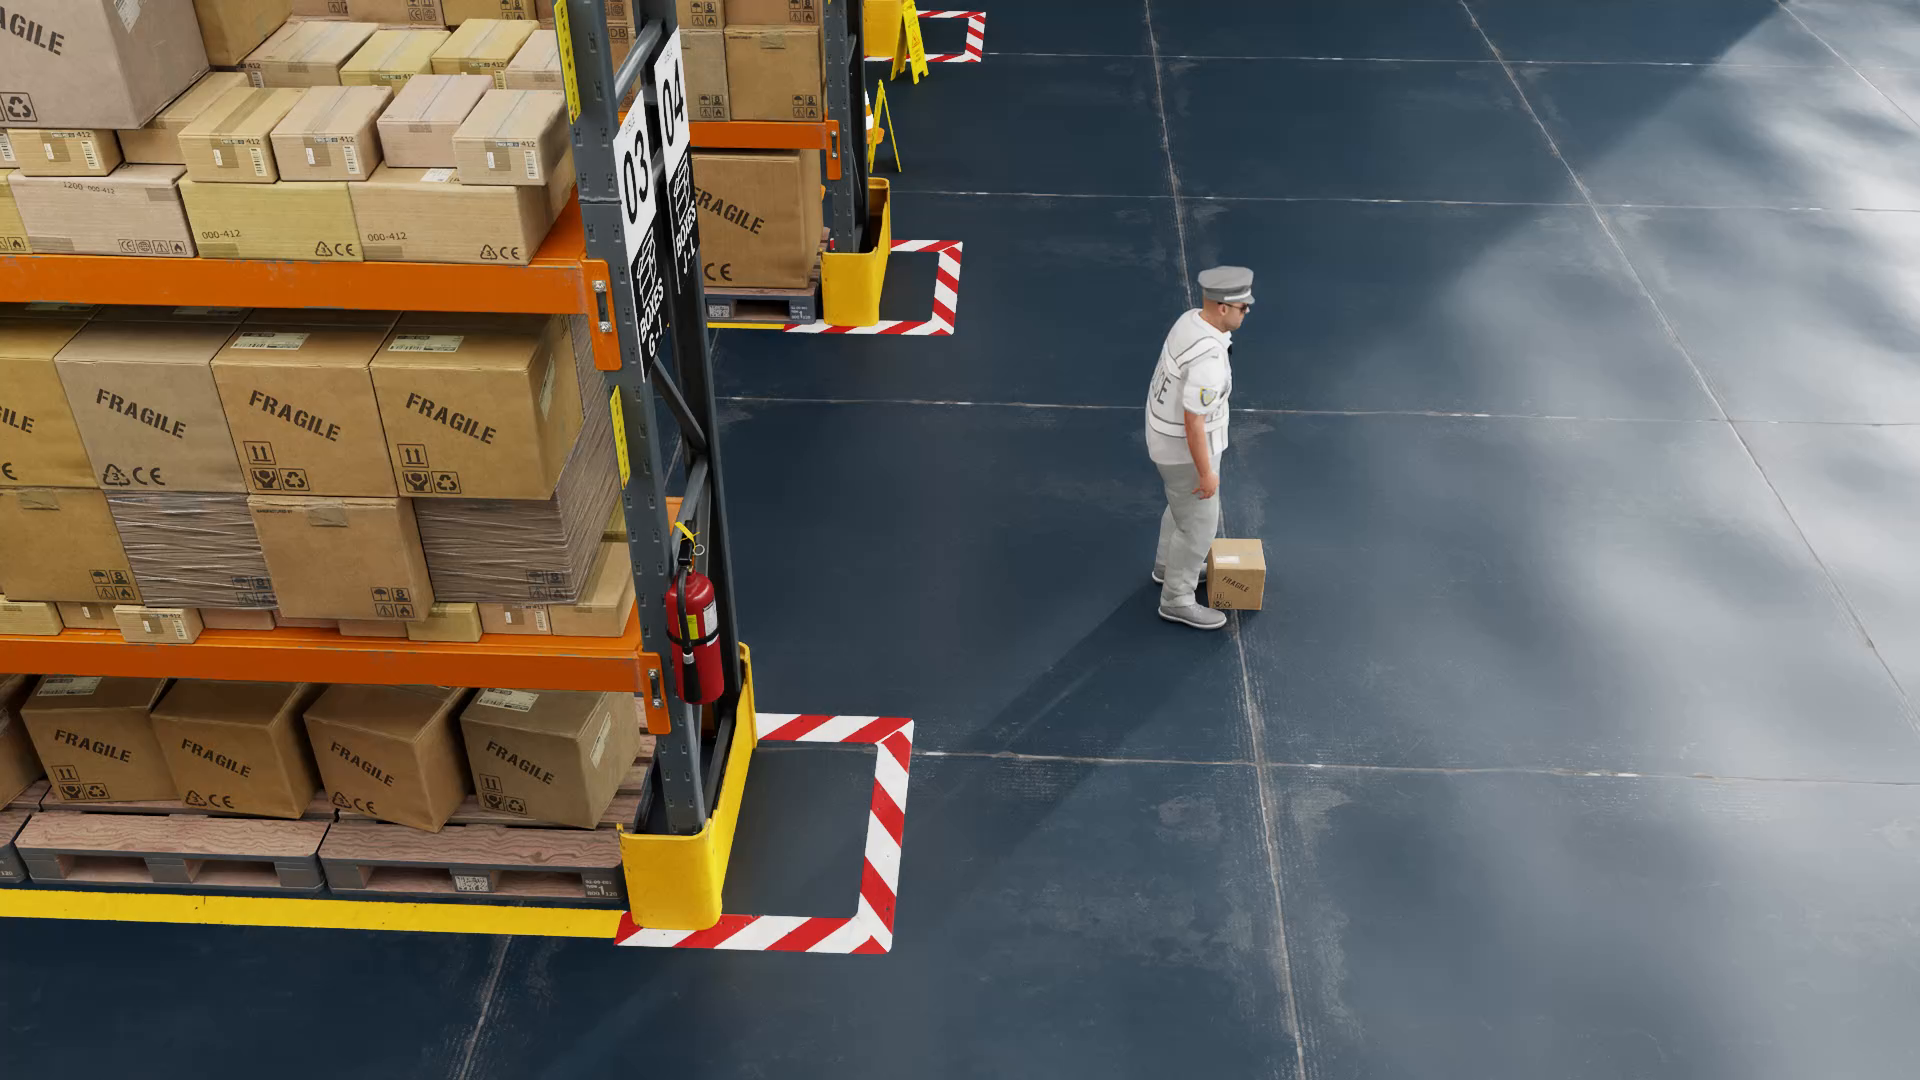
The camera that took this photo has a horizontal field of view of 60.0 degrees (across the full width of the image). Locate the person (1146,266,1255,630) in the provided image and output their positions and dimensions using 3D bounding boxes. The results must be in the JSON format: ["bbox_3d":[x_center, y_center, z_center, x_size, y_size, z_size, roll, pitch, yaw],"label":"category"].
[{"bbox_3d":[1.080,-0.445,7.738,0.433,1.745,0.586,1,35,2],"label":"person"}]
